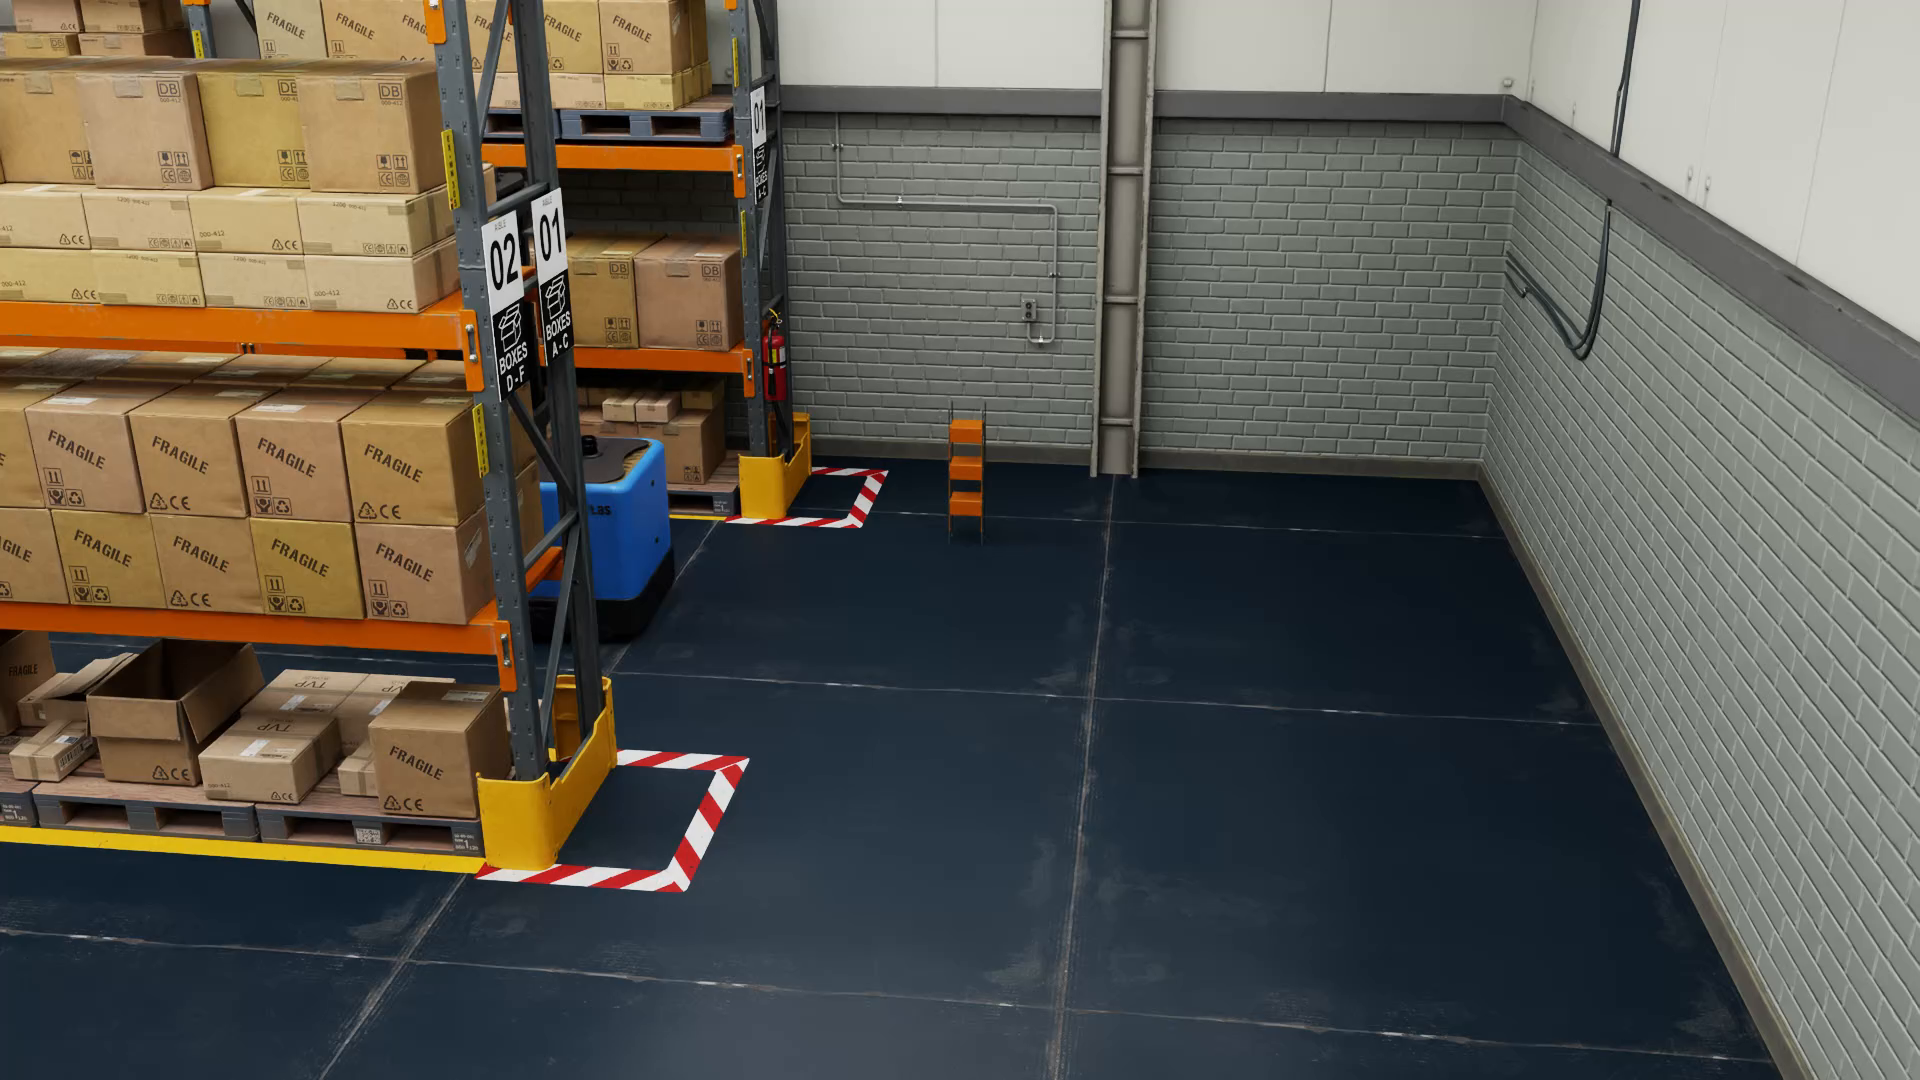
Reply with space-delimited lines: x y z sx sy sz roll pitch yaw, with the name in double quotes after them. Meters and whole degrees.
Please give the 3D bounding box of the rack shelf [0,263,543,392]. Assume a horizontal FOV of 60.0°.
-4.056 -1.109 8.065 4.000 0.370 1.077 2 22 6 "rack shelf"

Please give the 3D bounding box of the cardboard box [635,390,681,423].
-2.346 -1.039 12.933 0.250 0.149 0.380 2 22 6 "cardboard box"

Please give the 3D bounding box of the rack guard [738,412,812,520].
-1.467 -0.608 13.297 0.348 0.500 1.175 2 22 6 "rack guard"

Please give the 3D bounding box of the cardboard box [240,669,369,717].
-3.569 0.941 9.121 0.500 0.250 0.500 2 22 6 "cardboard box"

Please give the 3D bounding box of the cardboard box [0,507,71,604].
-4.562 -0.017 8.267 0.500 0.500 0.500 2 22 6 "cardboard box"

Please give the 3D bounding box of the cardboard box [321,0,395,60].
-4.277 -3.707 12.133 0.500 0.500 0.500 2 22 5 "cardboard box"

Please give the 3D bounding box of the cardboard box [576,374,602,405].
-3.054 -1.210 13.368 0.250 0.149 0.380 3 22 7 "cardboard box"

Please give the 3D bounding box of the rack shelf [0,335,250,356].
-7.449 -1.696 13.629 4.000 0.370 1.077 2 22 6 "rack shelf"

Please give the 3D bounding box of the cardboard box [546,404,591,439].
-3.194 -0.841 13.316 0.500 0.500 0.700 2 22 5 "cardboard box"

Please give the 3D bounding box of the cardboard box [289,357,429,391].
-2.999 -0.609 8.405 0.500 0.500 0.500 3 22 7 "cardboard box"

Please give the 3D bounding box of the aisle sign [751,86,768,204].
-1.454 -2.868 12.077 0.004 0.787 0.394 2 22 6 "aisle sign"

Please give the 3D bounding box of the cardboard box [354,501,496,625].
-2.546 0.071 8.044 0.500 0.500 0.500 3 22 8 "cardboard box"

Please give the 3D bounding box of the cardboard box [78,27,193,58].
-6.324 -3.669 12.825 0.500 0.500 0.700 1 22 3 "cardboard box"

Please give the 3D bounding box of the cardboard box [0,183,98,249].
-4.100 -1.513 7.631 0.500 0.250 0.500 2 22 6 "cardboard box"

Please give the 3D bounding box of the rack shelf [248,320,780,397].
-3.477 -1.523 13.191 4.000 0.370 1.077 2 22 6 "rack shelf"

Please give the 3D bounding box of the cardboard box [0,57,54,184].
-4.577 -1.942 7.697 0.500 0.500 0.700 2 22 6 "cardboard box"

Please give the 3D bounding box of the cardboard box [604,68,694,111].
-2.249 -3.273 12.056 0.500 0.250 0.500 3 22 8 "cardboard box"

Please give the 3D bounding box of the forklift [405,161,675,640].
-3.528 -0.922 10.785 3.031 2.935 1.130 2 22 4 "forklift"

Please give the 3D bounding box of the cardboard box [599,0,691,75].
-2.249 -3.619 11.911 0.500 0.500 0.500 2 22 6 "cardboard box"

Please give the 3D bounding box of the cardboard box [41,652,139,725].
-4.698 0.864 9.234 0.500 0.311 0.500 2 22 6 "cardboard box"

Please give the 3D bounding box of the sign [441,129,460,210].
-2.155 -1.567 7.040 0.005 0.325 0.100 2 22 6 "sign"

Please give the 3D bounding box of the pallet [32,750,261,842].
-4.145 1.243 9.008 1.213 0.211 1.003 2 22 6 "pallet"

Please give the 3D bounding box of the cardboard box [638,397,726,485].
-2.197 -0.798 13.207 0.500 0.500 0.700 2 22 6 "cardboard box"

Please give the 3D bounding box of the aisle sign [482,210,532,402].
-2.038 -1.057 7.497 0.004 0.787 0.394 2 22 6 "aisle sign"

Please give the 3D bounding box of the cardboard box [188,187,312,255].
-3.106 -1.471 7.524 0.500 0.250 0.500 2 22 6 "cardboard box"

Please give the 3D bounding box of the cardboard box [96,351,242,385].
-4.000 -0.654 8.519 0.500 0.500 0.500 2 22 6 "cardboard box"

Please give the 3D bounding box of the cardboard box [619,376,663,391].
-2.553 -1.189 13.313 0.250 0.149 0.380 3 22 6 "cardboard box"

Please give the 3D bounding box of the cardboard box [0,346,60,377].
-5.000 -0.699 8.631 0.500 0.500 0.500 2 22 5 "cardboard box"

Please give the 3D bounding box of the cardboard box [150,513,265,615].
-3.557 0.026 8.158 0.500 0.500 0.500 3 22 7 "cardboard box"

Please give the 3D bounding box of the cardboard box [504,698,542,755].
-2.445 1.015 9.072 0.250 0.149 0.380 2 22 6 "cardboard box"

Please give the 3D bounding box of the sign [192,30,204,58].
-5.517 -3.528 12.071 0.005 0.325 0.100 2 22 6 "sign"

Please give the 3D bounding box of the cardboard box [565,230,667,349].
-2.722 -1.957 12.901 0.700 0.700 0.980 2 22 6 "cardboard box"

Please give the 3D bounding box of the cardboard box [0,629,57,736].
-5.443 0.743 9.281 0.500 0.500 0.500 2 22 6 "cardboard box"

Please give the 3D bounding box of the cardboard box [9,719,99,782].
-4.790 1.108 8.812 0.250 0.166 0.380 2 22 6 "cardboard box"

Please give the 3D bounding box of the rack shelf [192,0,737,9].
-3.477 -4.127 12.162 4.000 0.370 1.077 2 22 6 "rack shelf"

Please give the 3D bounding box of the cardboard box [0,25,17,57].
-7.374 -3.714 12.940 0.500 0.500 0.700 2 22 6 "cardboard box"

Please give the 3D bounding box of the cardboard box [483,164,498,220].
-2.549 -1.637 7.946 0.500 0.250 0.500 2 22 6 "cardboard box"

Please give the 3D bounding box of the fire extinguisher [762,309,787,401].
-1.395 -1.387 12.480 0.183 0.674 0.296 2 22 6 "fire extinguisher"

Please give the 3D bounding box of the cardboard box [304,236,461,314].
-2.611 -1.214 7.554 0.500 0.250 0.500 2 22 6 "cardboard box"

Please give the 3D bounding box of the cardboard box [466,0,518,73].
-3.264 -3.664 12.025 0.500 0.500 0.500 2 22 4 "cardboard box"

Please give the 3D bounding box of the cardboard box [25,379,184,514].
-4.071 -0.457 8.021 0.500 0.500 0.500 3 22 8 "cardboard box"

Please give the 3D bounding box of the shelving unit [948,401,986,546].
0.053 -0.486 12.241 0.252 1.050 0.215 2 22 6 "shelving unit"

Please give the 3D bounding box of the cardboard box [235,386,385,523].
-3.046 -0.414 7.912 0.500 0.500 0.500 3 22 8 "cardboard box"

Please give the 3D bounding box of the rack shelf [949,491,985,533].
0.053 -0.218 12.347 0.240 0.259 0.215 2 22 6 "rack shelf"

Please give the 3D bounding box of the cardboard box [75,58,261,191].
-3.577 -1.920 7.641 0.500 0.500 0.700 2 22 6 "cardboard box"

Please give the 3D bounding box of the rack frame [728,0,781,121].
-1.490 -4.561 11.737 0.127 3.000 1.000 2 22 6 "rack frame"

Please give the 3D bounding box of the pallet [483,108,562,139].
-3.443 -3.205 12.508 1.213 0.211 1.003 2 22 6 "pallet"

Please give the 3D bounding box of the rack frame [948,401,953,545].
-0.068 -0.491 12.254 0.008 1.050 0.200 2 22 6 "rack frame"

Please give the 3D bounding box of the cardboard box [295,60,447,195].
-2.582 -1.885 7.553 0.500 0.500 0.700 2 22 6 "cardboard box"

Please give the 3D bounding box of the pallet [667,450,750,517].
-2.294 -0.480 13.368 1.213 0.211 1.003 2 22 6 "pallet"

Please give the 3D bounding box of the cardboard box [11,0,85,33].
-6.871 -4.043 12.753 0.500 0.250 0.500 2 22 5 "cardboard box"

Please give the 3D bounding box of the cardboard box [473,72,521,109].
-3.283 -3.316 12.164 0.500 0.250 0.500 2 22 5 "cardboard box"

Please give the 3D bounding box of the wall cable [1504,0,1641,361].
4.084 -2.742 11.359 0.112 2.526 3.097 2 22 6 "wall cable"

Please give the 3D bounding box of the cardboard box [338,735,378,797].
-3.030 1.167 8.665 0.250 0.166 0.380 2 22 6 "cardboard box"

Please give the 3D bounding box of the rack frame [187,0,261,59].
-5.463 -4.734 12.175 0.127 3.000 1.000 2 22 6 "rack frame"

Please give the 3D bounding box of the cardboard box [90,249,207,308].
-3.604 -1.256 7.661 0.500 0.250 0.500 2 22 6 "cardboard box"

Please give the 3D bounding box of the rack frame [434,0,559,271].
-2.070 -2.752 7.162 0.127 3.000 1.000 2 22 6 "rack frame"
